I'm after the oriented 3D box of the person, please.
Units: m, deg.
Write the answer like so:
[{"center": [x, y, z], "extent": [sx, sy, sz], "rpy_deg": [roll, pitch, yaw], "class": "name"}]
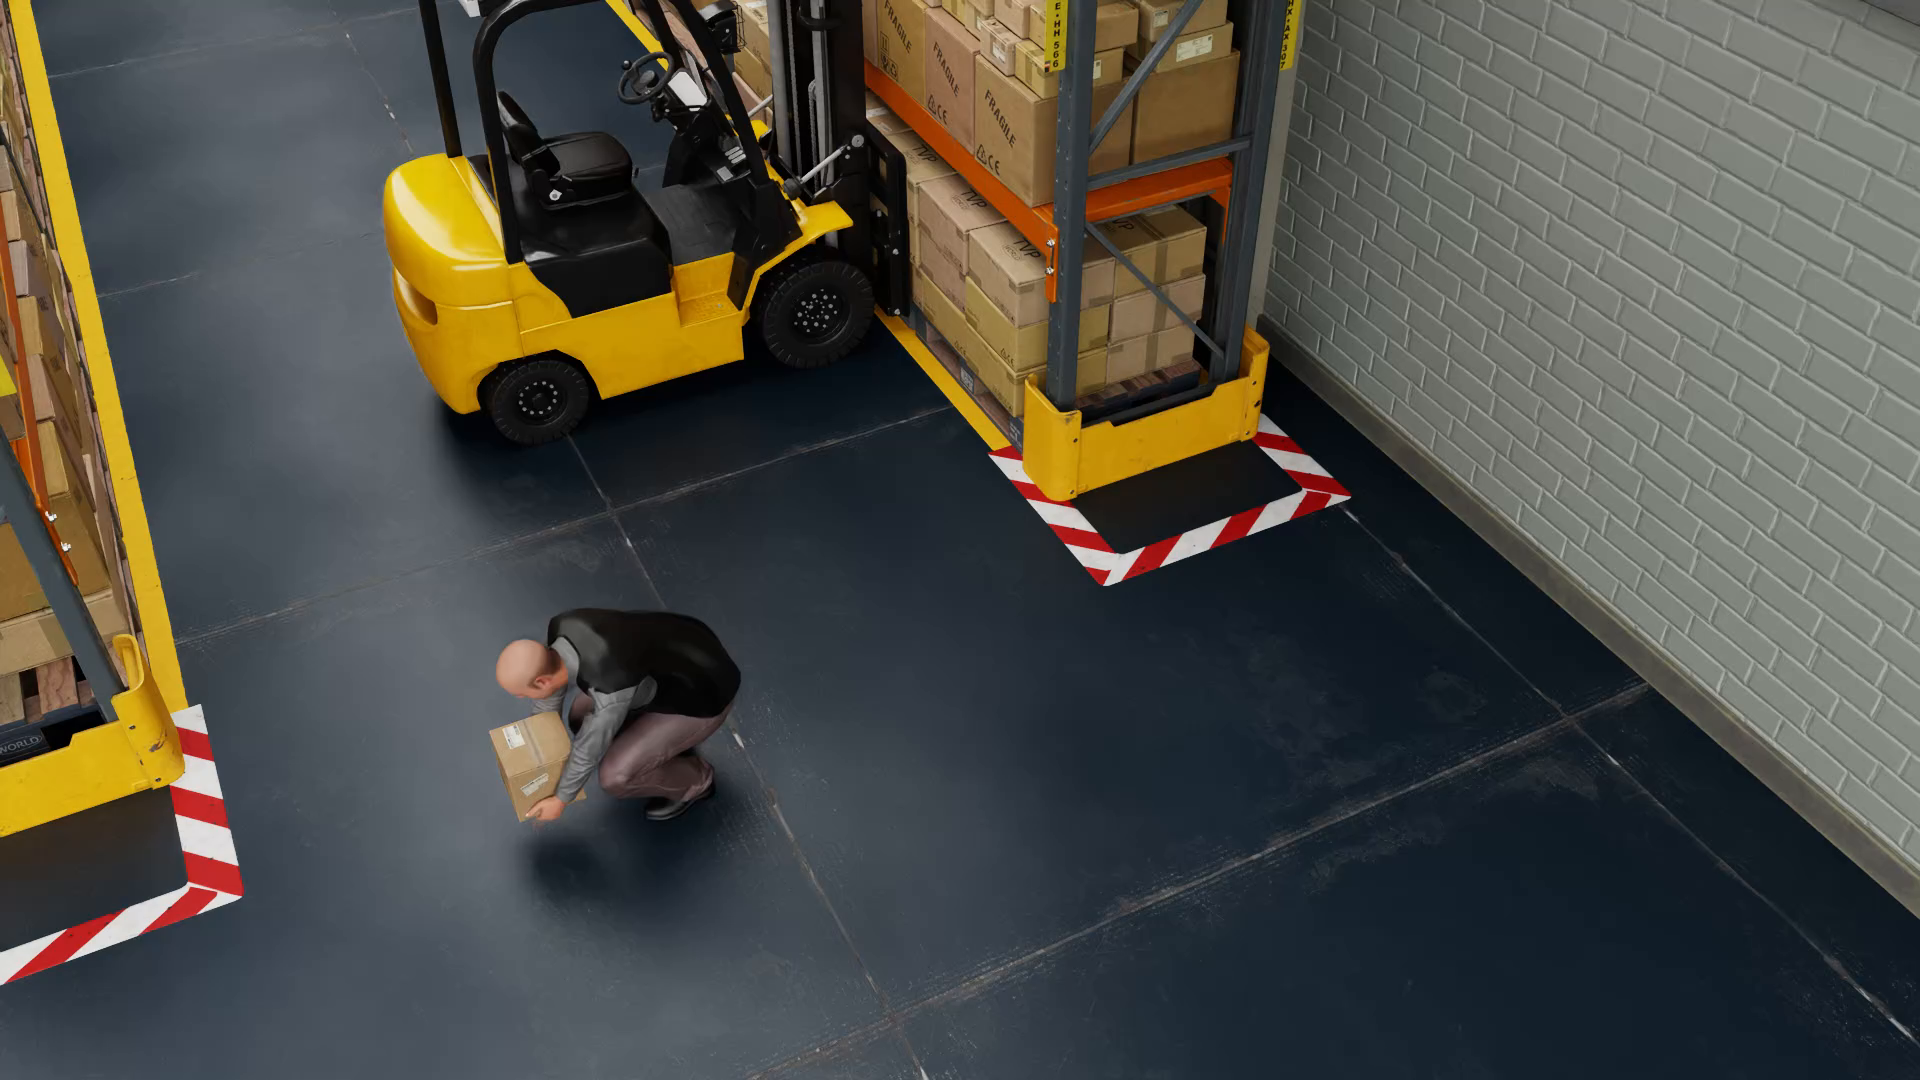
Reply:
[{"center": [-1.236, 0.609, 6.067], "extent": [0.875, 0.960, 0.516], "rpy_deg": [-20, 45, -21], "class": "person"}]
